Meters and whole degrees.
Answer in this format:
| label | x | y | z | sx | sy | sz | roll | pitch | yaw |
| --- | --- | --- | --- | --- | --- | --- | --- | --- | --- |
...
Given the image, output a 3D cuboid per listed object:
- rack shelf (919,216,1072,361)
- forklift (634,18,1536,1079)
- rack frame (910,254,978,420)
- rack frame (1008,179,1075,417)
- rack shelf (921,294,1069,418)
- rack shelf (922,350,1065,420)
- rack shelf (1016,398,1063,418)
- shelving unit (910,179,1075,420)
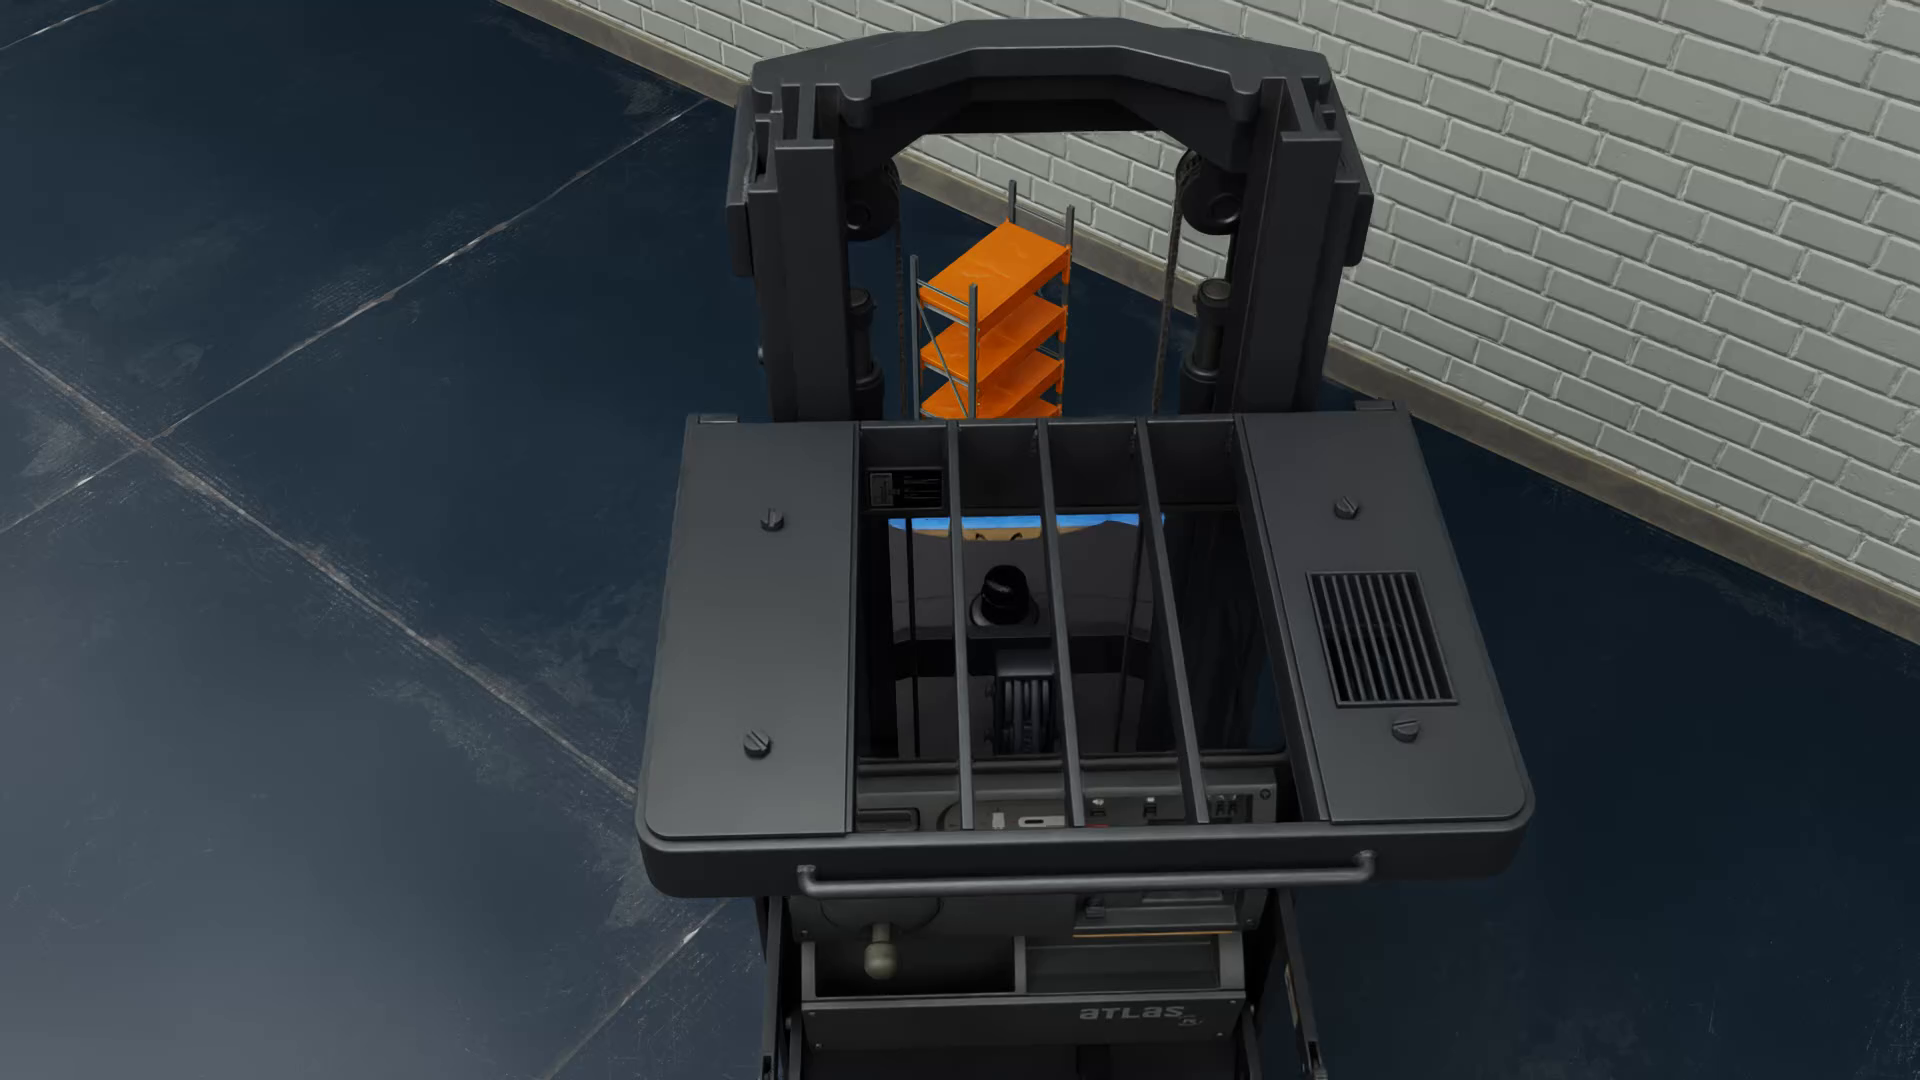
| label | x | y | z | sx | sy | sz | roll | pitch | yaw |
| --- | --- | --- | --- | --- | --- | --- | --- | --- | --- |
| rack shelf | 0.101 | -0.781 | 5.122 | 0.258 | 0.148 | 0.480 | 29 | 53 | 25 |
| forklift | 0.141 | 0.730 | 3.026 | 1.130 | 2.935 | 3.031 | -1 | 46 | -1 |
| rack frame | -0.048 | -0.370 | 5.273 | 0.240 | 1.200 | 0.015 | 29 | 53 | 25 |
| rack frame | 0.250 | -0.649 | 5.540 | 0.240 | 1.200 | 0.015 | 29 | 53 | 25 |
| rack shelf | 0.101 | -0.617 | 5.294 | 0.258 | 0.148 | 0.480 | 29 | 53 | 25 |
| rack shelf | 0.101 | -0.463 | 5.455 | 0.258 | 0.148 | 0.480 | 29 | 53 | 25 |
| rack shelf | 0.101 | -0.326 | 5.599 | 0.258 | 0.148 | 0.480 | 29 | 53 | 25 |
| shelving unit | 0.101 | -0.509 | 5.407 | 0.258 | 1.200 | 0.503 | 29 | 53 | 25 |
